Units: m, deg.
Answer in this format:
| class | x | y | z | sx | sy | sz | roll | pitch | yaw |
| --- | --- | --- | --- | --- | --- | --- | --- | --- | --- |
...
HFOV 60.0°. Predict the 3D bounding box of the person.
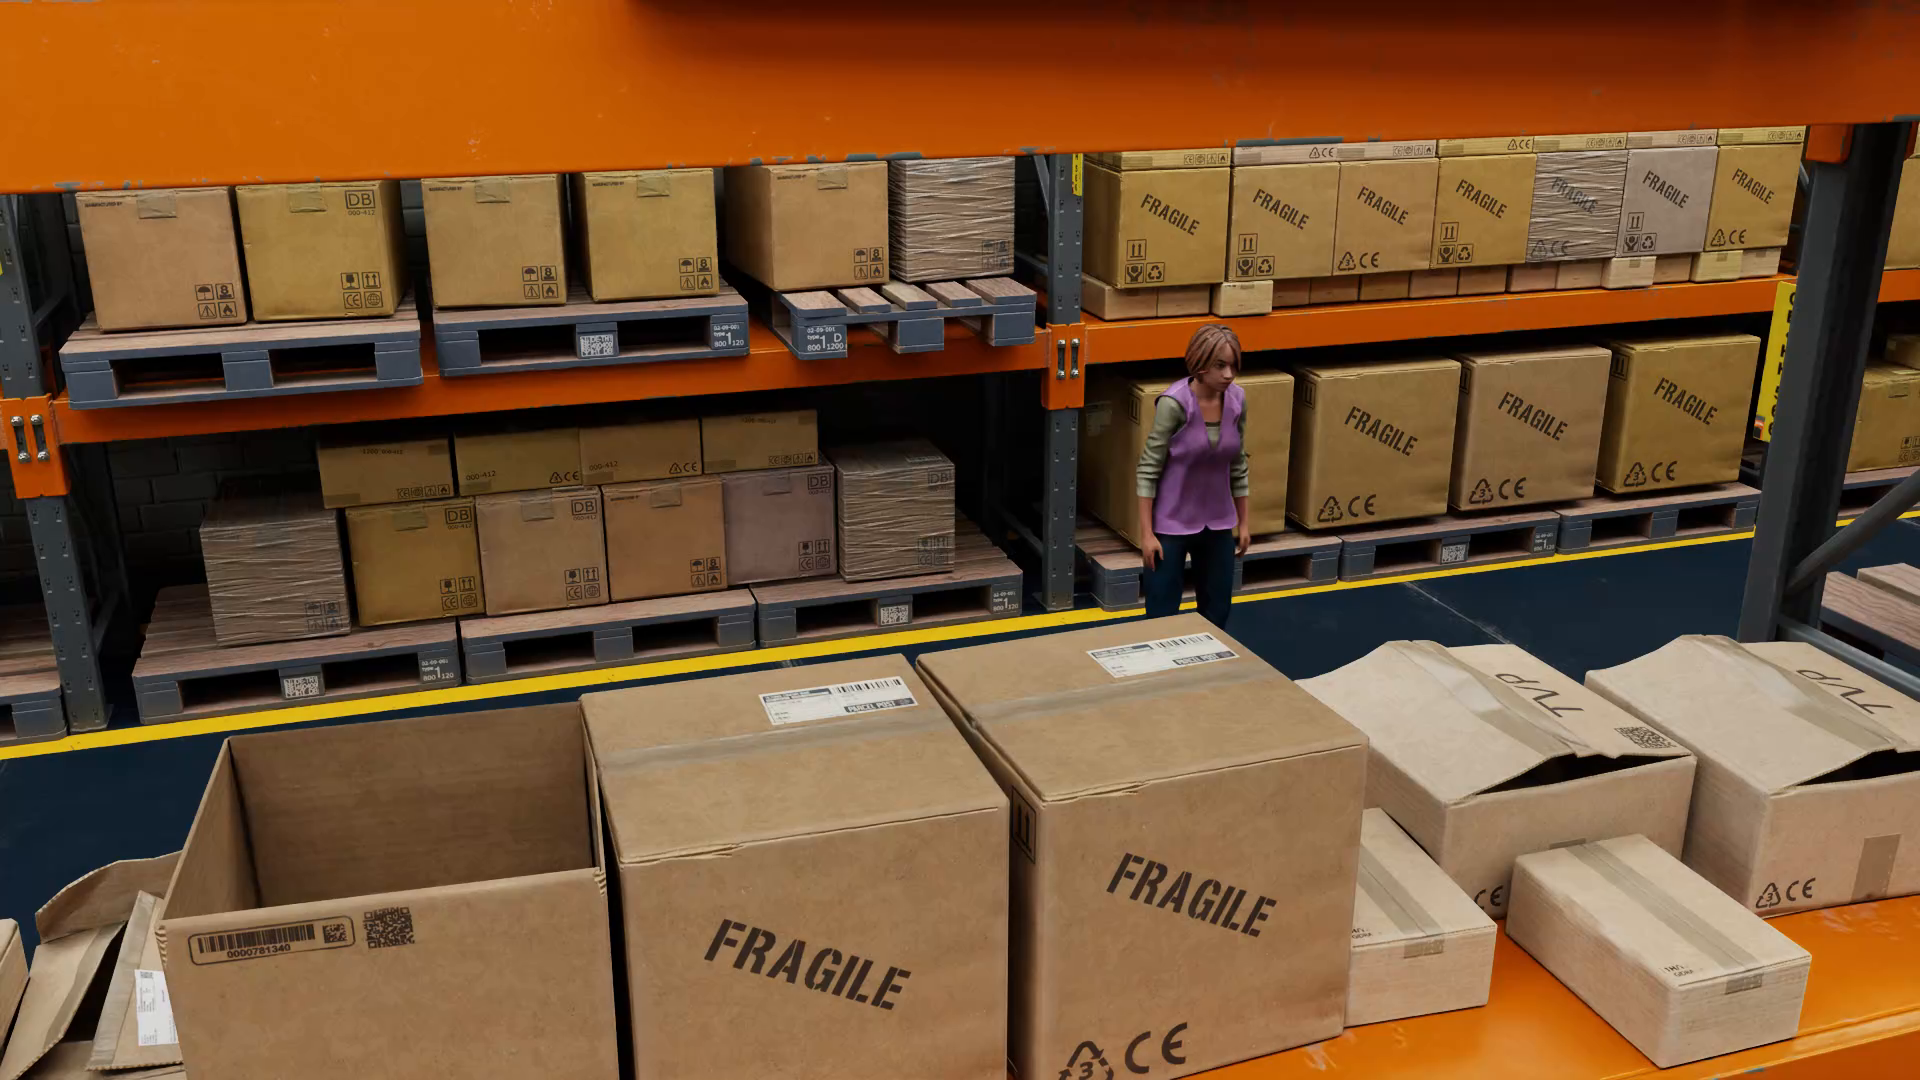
| class | x | y | z | sx | sy | sz | roll | pitch | yaw |
| --- | --- | --- | --- | --- | --- | --- | --- | --- | --- |
| person | 0.856 | -0.024 | 6.154 | 0.485 | 1.593 | 0.343 | -8 | 21 | -20 |
